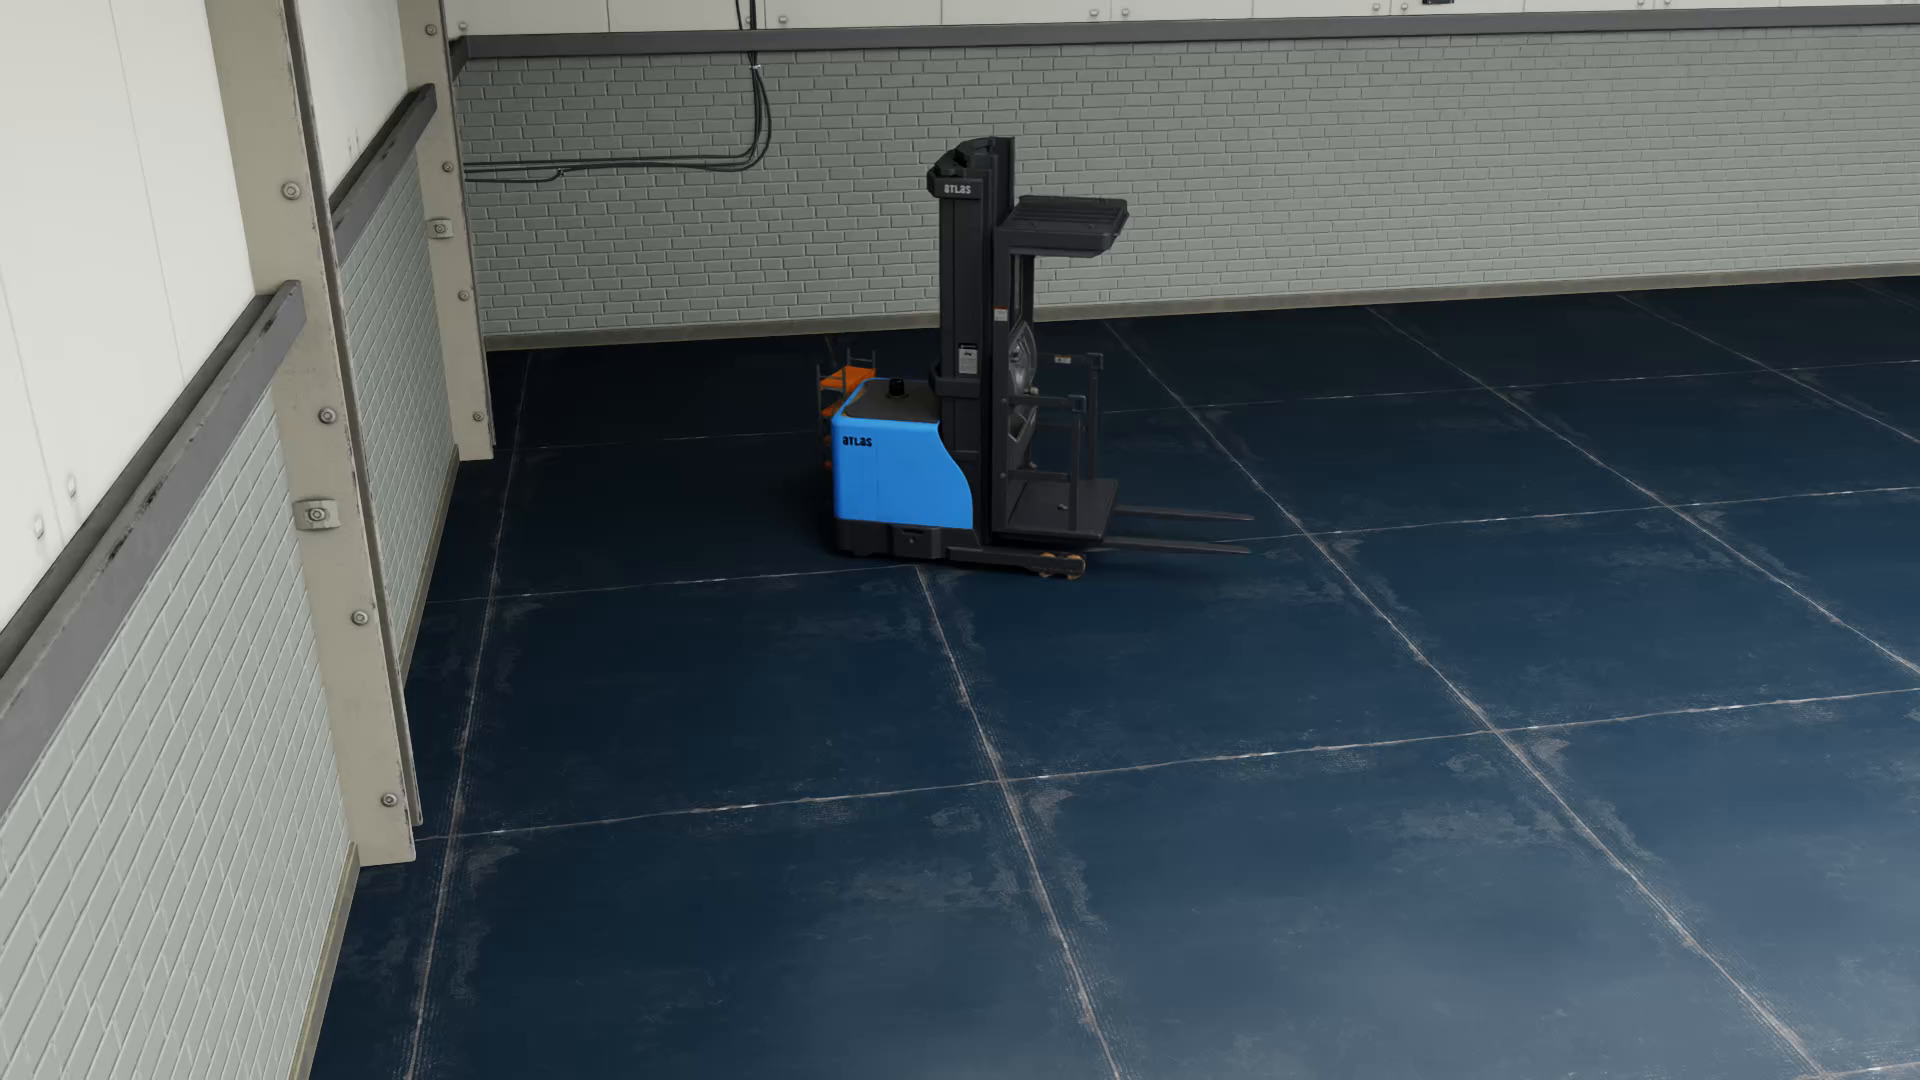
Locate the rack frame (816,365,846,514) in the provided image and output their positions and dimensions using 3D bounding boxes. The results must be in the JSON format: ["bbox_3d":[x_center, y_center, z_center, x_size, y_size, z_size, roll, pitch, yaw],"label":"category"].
[{"bbox_3d":[-0.962,-0.747,12.699,0.240,1.200,0.015,10,25,22],"label":"rack frame"}]

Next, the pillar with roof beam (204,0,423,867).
[{"bbox_3d":[1.202,-2.837,7.745,9.100,9.000,0.400,-4,24,-10],"label":"pillar with roof beam"}]

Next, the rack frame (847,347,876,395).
[{"bbox_3d":[-0.761,-0.925,13.107,0.240,1.200,0.015,10,25,22],"label":"rack frame"}]

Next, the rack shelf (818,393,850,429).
[{"bbox_3d":[-0.863,-0.980,12.841,0.258,0.148,0.480,10,25,22],"label":"rack shelf"}]

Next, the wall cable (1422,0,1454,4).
[{"bbox_3d":[5.949,-8.390,16.211,2.305,6.003,0.169,-4,24,-10],"label":"wall cable"}]

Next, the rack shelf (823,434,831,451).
[{"bbox_3d":[-0.861,-0.774,12.930,0.258,0.148,0.480,10,25,22],"label":"rack shelf"}]

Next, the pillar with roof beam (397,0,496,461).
[{"bbox_3d":[0.092,-5.197,13.149,9.100,9.000,0.400,-4,24,-10],"label":"pillar with roof beam"}]

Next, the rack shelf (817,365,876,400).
[{"bbox_3d":[-0.866,-1.197,12.748,0.258,0.148,0.480,10,25,22],"label":"rack shelf"}]

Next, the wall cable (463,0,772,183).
[{"bbox_3d":[-3.384,-4.712,15.918,3.097,2.526,0.112,-4,24,-10],"label":"wall cable"}]

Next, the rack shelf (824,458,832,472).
[{"bbox_3d":[-0.859,-0.592,13.008,0.258,0.148,0.480,10,25,22],"label":"rack shelf"}]

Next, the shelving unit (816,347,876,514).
[{"bbox_3d":[-0.862,-0.836,12.903,0.258,1.200,0.503,10,25,22],"label":"shelving unit"}]

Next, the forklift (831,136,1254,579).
[{"bbox_3d":[0.632,-1.299,11.805,3.031,2.935,1.130,5,24,10],"label":"forklift"}]
